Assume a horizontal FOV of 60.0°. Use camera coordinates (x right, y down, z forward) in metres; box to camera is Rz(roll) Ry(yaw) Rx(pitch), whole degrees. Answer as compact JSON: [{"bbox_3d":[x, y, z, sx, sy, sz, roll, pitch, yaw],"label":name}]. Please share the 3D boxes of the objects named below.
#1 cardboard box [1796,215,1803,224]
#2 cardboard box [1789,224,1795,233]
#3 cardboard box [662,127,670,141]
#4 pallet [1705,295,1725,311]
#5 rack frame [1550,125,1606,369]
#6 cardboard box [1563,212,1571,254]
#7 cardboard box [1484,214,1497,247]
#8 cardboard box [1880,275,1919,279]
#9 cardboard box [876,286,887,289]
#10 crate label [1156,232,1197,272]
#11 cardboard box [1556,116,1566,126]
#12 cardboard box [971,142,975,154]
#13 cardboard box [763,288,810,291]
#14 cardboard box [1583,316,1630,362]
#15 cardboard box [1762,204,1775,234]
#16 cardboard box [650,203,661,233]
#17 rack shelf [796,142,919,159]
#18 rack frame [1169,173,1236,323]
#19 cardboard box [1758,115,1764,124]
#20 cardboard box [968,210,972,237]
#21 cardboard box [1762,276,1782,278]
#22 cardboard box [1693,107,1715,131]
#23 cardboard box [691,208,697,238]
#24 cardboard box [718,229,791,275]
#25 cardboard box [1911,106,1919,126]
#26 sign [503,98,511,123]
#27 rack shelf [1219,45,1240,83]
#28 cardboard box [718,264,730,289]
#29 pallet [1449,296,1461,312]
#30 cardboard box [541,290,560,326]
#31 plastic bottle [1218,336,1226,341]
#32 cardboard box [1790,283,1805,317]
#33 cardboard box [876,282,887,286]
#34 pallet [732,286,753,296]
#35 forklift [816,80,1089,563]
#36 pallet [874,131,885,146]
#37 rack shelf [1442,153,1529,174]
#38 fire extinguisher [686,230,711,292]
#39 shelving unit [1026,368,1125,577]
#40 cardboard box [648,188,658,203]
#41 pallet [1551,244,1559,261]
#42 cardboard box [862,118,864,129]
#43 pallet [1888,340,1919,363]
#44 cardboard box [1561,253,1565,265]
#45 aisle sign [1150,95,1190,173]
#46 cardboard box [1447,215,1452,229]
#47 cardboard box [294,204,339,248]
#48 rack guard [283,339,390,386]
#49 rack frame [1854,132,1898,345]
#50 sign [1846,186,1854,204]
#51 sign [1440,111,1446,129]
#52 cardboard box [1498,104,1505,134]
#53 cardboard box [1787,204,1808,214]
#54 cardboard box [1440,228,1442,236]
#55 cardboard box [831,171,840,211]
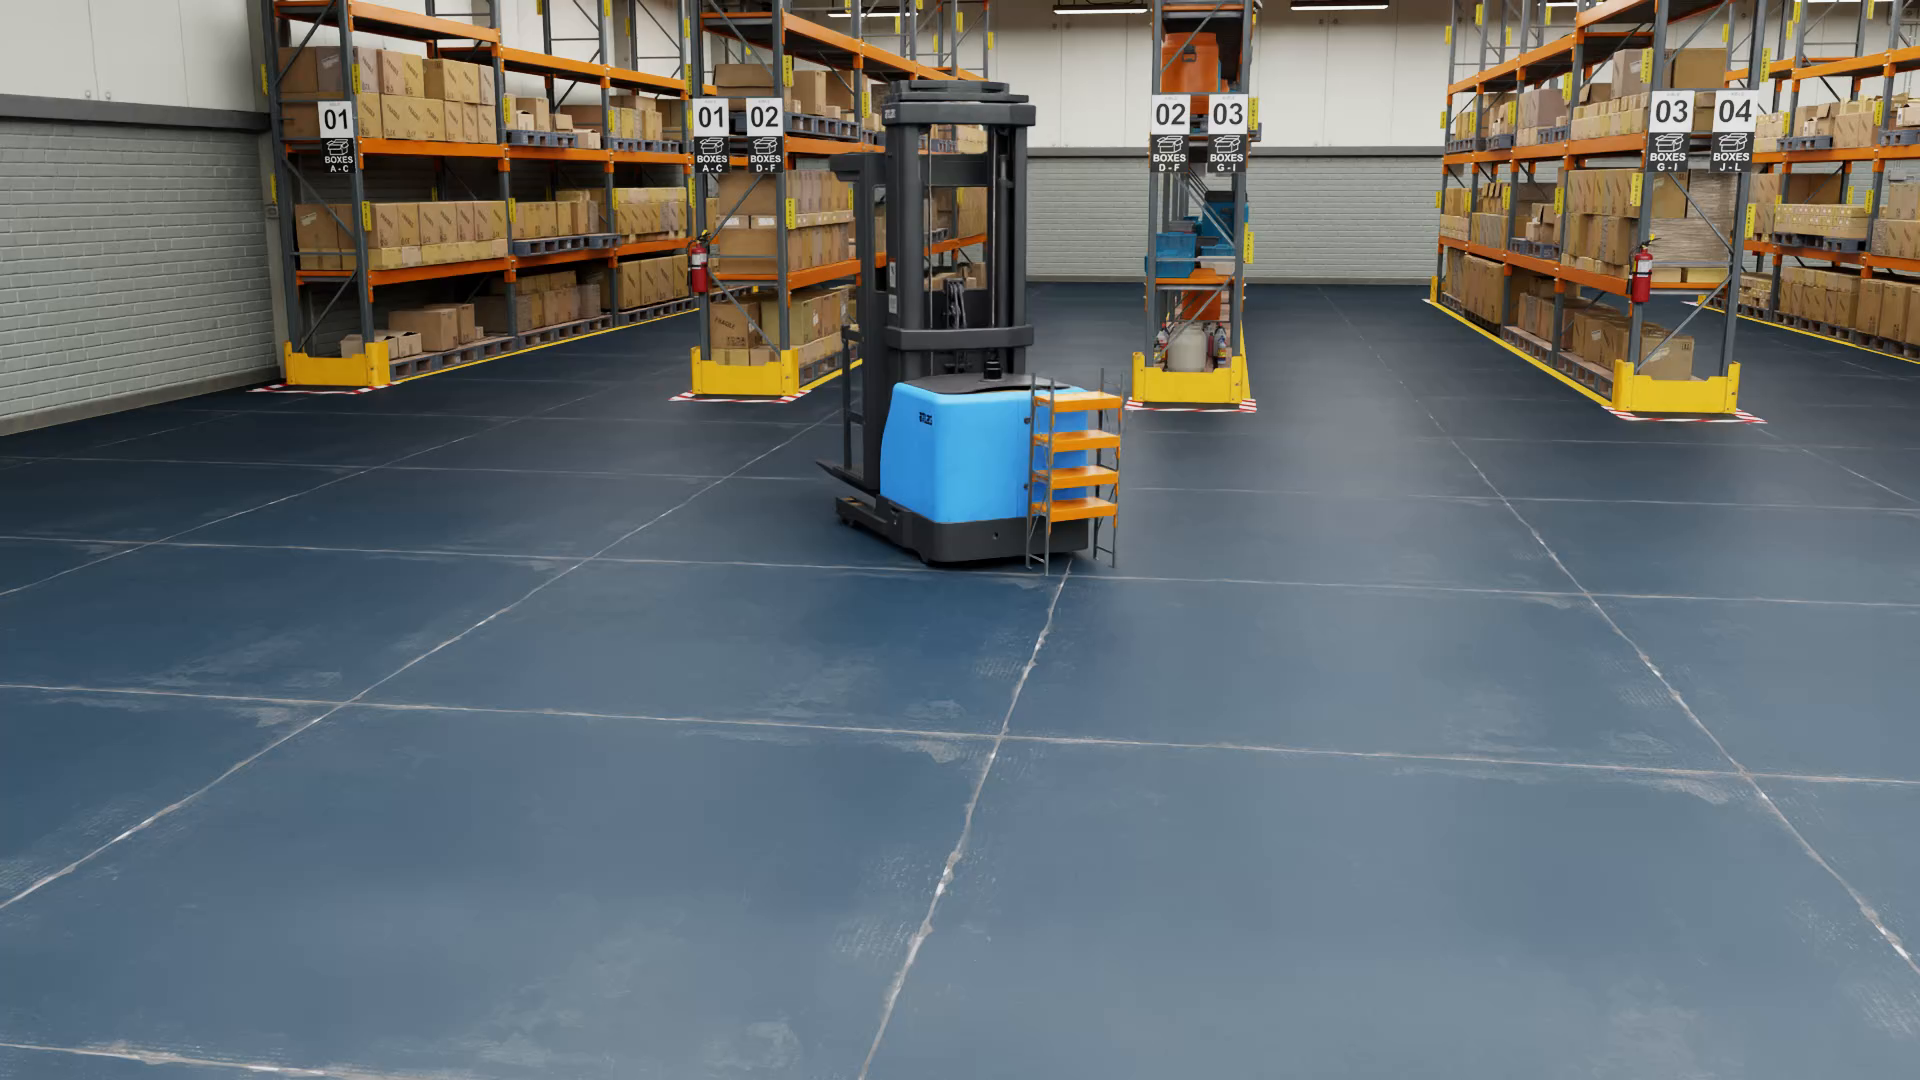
[{"bbox_3d":[13.447,-5.060,26.247,0.380,0.149,0.250,2,12,11],"label":"cardboard box"},{"bbox_3d":[13.484,-4.971,26.538,0.380,0.149,0.250,2,12,9],"label":"cardboard box"},{"bbox_3d":[-5.577,-7.578,31.038,0.500,0.250,0.500,2,12,9],"label":"cardboard box"},{"bbox_3d":[14.562,-4.403,30.924,1.003,0.211,1.213,2,12,9],"label":"pallet"},{"bbox_3d":[8.002,-3.634,20.735,1.000,3.000,0.127,2,12,9],"label":"rack frame"},{"bbox_3d":[7.872,-3.737,20.268,0.875,0.500,0.500,2,12,9],"label":"cardboard box"},{"bbox_3d":[8.687,-4.944,26.577,0.500,0.500,0.500,2,12,10],"label":"cardboard box"},{"bbox_3d":[13.848,-3.770,24.526,0.500,0.250,0.500,1,12,6],"label":"cardboard box"},{"bbox_3d":[-1.081,-3.698,25.232,0.500,0.311,0.500,2,12,8],"label":"cardboard box"},{"bbox_3d":[2.509,-3.371,19.431,0.502,0.435,0.616,2,12,9],"label":"crate label"},{"bbox_3d":[8.192,-5.585,22.226,0.380,0.166,0.250,2,12,7],"label":"cardboard box"},{"bbox_3d":[-0.003,-7.419,31.537,0.500,0.250,0.500,2,12,9],"label":"cardboard box"},{"bbox_3d":[-2.235,-2.993,21.510,0.500,0.500,0.500,2,12,9],"label":"cardboard box"},{"bbox_3d":[7.821,-2.416,20.020,0.500,0.500,0.500,6,14,27],"label":"cardboard box"},{"bbox_3d":[13.913,-5.422,28.087,0.500,0.500,0.500,2,12,9],"label":"cardboard box"},{"bbox_3d":[-5.499,-5.566,28.708,0.500,0.500,0.500,2,12,10],"label":"cardboard box"},{"bbox_3d":[-1.478,-5.487,23.920,1.077,0.370,4.000,2,12,9],"label":"rack shelf"},{"bbox_3d":[3.723,-4.627,25.344,1.000,3.000,0.127,2,12,9],"label":"rack frame"},{"bbox_3d":[14.069,-7.294,28.821,0.380,0.149,0.250,2,12,8],"label":"cardboard box"},{"bbox_3d":[-0.053,-5.978,31.375,0.500,0.500,0.500,2,12,8],"label":"cardboard box"},{"bbox_3d":[14.654,-4.665,29.877,0.380,0.149,0.250,1,12,7],"label":"cardboard box"},{"bbox_3d":[7.717,-4.286,16.998,0.500,0.250,0.500,2,12,10],"label":"cardboard box"},{"bbox_3d":[-5.351,-6.040,31.187,0.980,0.700,0.700,2,12,10],"label":"cardboard box"},{"bbox_3d":[-2.316,-3.269,18.803,0.700,0.500,0.500,2,12,9],"label":"cardboard box"},{"bbox_3d":[13.097,-5.684,22.251,0.500,0.250,0.500,2,12,10],"label":"cardboard box"},{"bbox_3d":[-6.144,-5.818,22.525,0.100,0.325,0.005,2,12,9],"label":"sign"},{"bbox_3d":[3.416,-6.596,22.898,1.077,0.370,4.000,2,12,9],"label":"rack shelf"},{"bbox_3d":[-4.998,-5.239,33.119,0.700,0.500,0.500,1,12,7],"label":"cardboard box"},{"bbox_3d":[9.612,-4.347,30.661,1.003,0.211,1.213,2,12,9],"label":"pallet"},{"bbox_3d":[-6.436,-3.476,24.893,0.700,0.500,0.500,2,12,9],"label":"cardboard box"},{"bbox_3d":[3.179,-2.345,20.185,0.097,0.271,0.097,0,12,0],"label":"plastic bottle"},{"bbox_3d":[13.663,-3.845,26.653,0.500,0.500,0.500,2,12,11],"label":"cardboard box"},{"bbox_3d":[-1.259,-3.984,27.248,0.500,0.500,0.500,2,12,11],"label":"cardboard box"},{"bbox_3d":[-4.881,-5.081,34.070,1.003,0.211,1.213,2,12,9],"label":"pallet"},{"bbox_3d":[-0.222,-1.559,11.269,1.130,2.935,3.031,-5,13,-22],"label":"forklift"},{"bbox_3d":[-1.355,-5.785,24.046,1.003,0.211,1.213,2,12,11],"label":"pallet"},{"bbox_3d":[9.540,-6.830,30.154,1.077,0.370,4.000,2,12,9],"label":"rack shelf"},{"bbox_3d":[-2.878,-3.076,18.328,0.296,0.674,0.183,2,12,9],"label":"fire extinguisher"},{"bbox_3d":[0.691,-0.414,10.041,0.503,1.200,0.258,-7,16,-28],"label":"shelving unit"},{"bbox_3d":[-5.514,-5.927,28.607,0.500,0.250,0.500,2,12,7],"label":"cardboard box"},{"bbox_3d":[8.264,-3.695,21.472,1.003,0.211,1.213,2,12,9],"label":"pallet"},{"bbox_3d":[-1.600,-5.796,23.009,0.500,0.250,0.500,1,12,3],"label":"cardboard box"},{"bbox_3d":[13.117,-2.507,22.124,1.003,0.211,1.213,2,12,9],"label":"pallet"},{"bbox_3d":[7.672,-3.476,20.599,0.380,0.149,0.250,2,12,9],"label":"cardboard box"},{"bbox_3d":[2.188,-4.227,17.318,0.394,0.787,0.004,2,12,9],"label":"aisle sign"},{"bbox_3d":[9.353,-5.900,30.900,0.500,0.250,0.500,1,12,7],"label":"cardboard box"},{"bbox_3d":[-7.434,-3.691,19.528,0.500,0.500,0.500,2,12,8],"label":"cardboard box"},{"bbox_3d":[-7.284,-2.077,19.443,1.175,0.500,0.348,2,12,9],"label":"rack guard"},{"bbox_3d":[13.503,-4.285,23.756,1.000,3.000,0.127,2,12,9],"label":"rack frame"},{"bbox_3d":[14.667,-5.666,27.418,0.100,0.325,0.005,2,12,9],"label":"sign"},{"bbox_3d":[9.300,-8.083,31.999,0.100,0.325,0.005,2,12,9],"label":"sign"},{"bbox_3d":[8.911,-6.615,26.204,0.797,0.503,0.637,2,12,8],"label":"cardboard box"},{"bbox_3d":[13.524,-5.312,26.710,0.380,0.149,0.250,2,12,9],"label":"cardboard box"},{"bbox_3d":[9.467,-5.946,32.060,0.380,0.149,0.250,2,12,9],"label":"cardboard box"},{"bbox_3d":[-1.924,-4.441,21.163,0.700,0.500,0.500,2,12,9],"label":"cardboard box"}]
